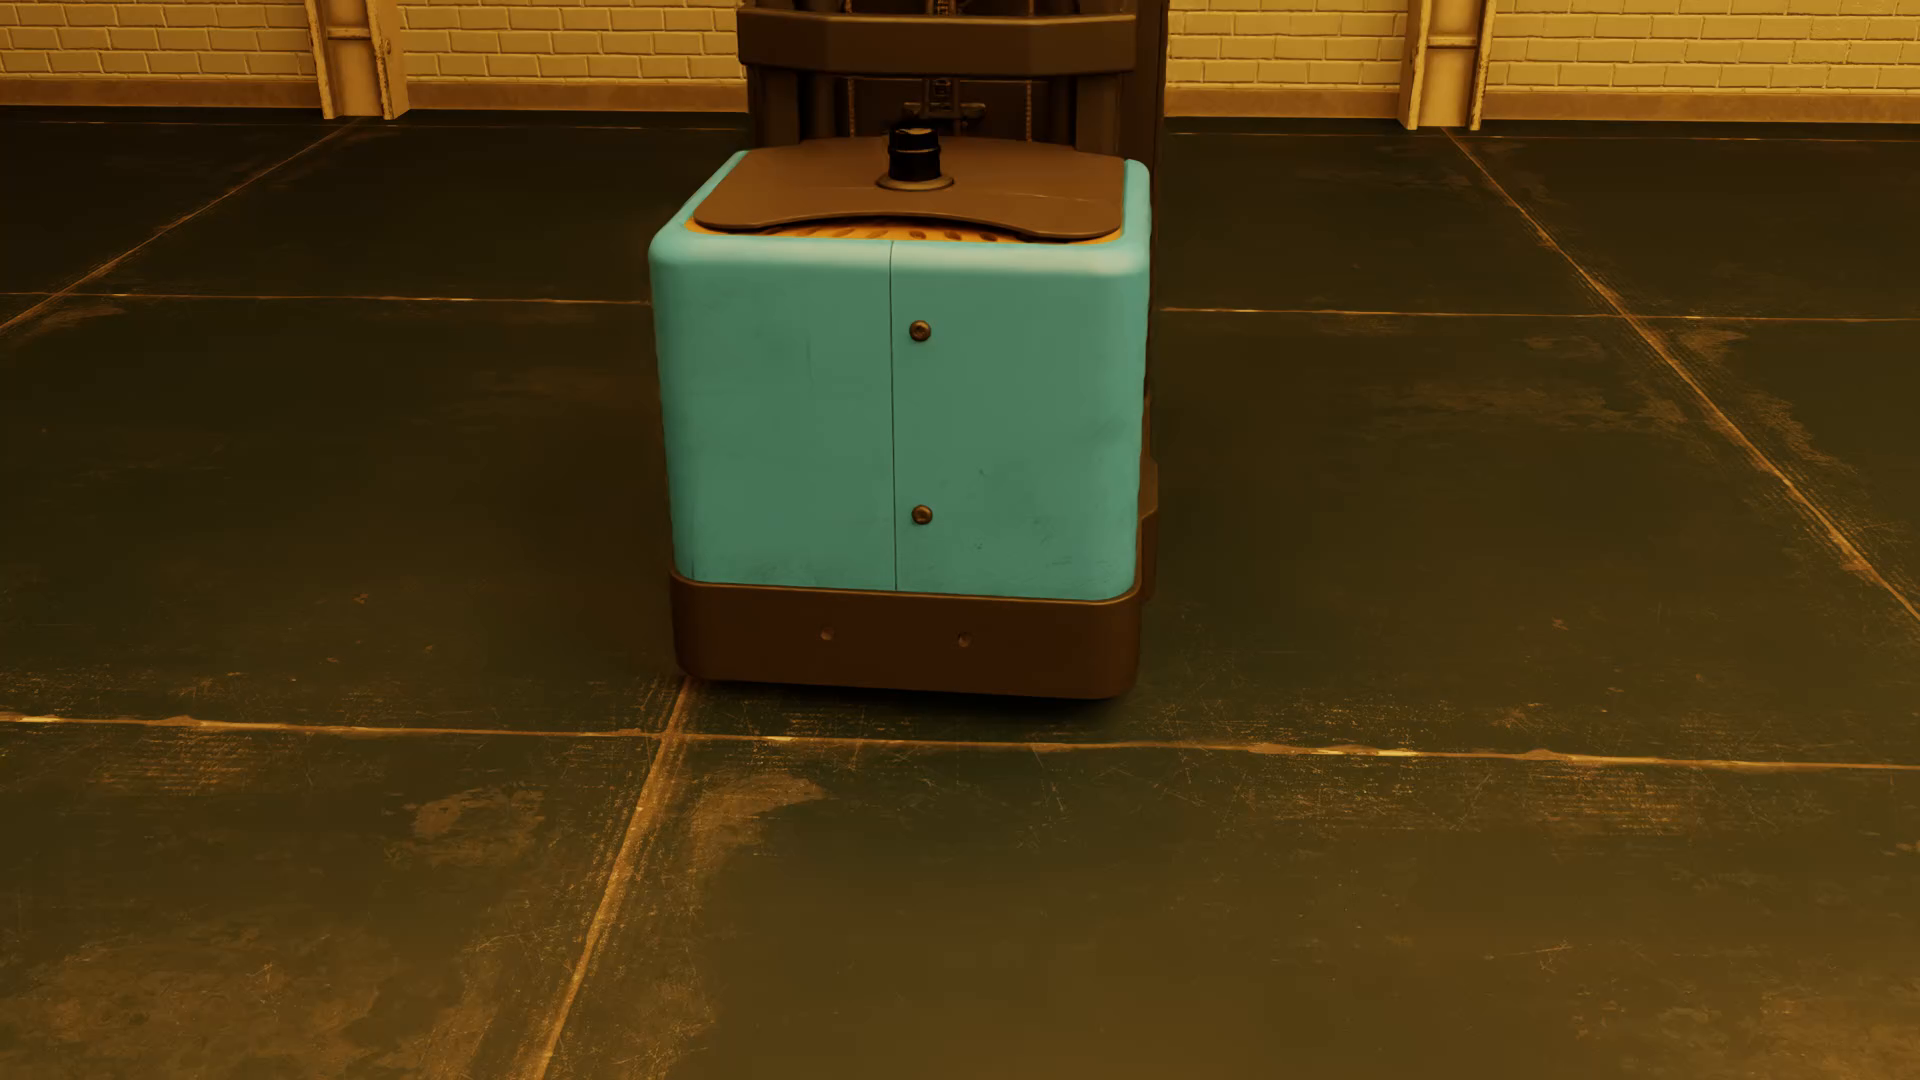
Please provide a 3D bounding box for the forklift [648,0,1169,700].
[{"bbox_3d":[0.014,-1.584,4.420,1.130,2.935,3.031,3,26,5],"label":"forklift"}]
